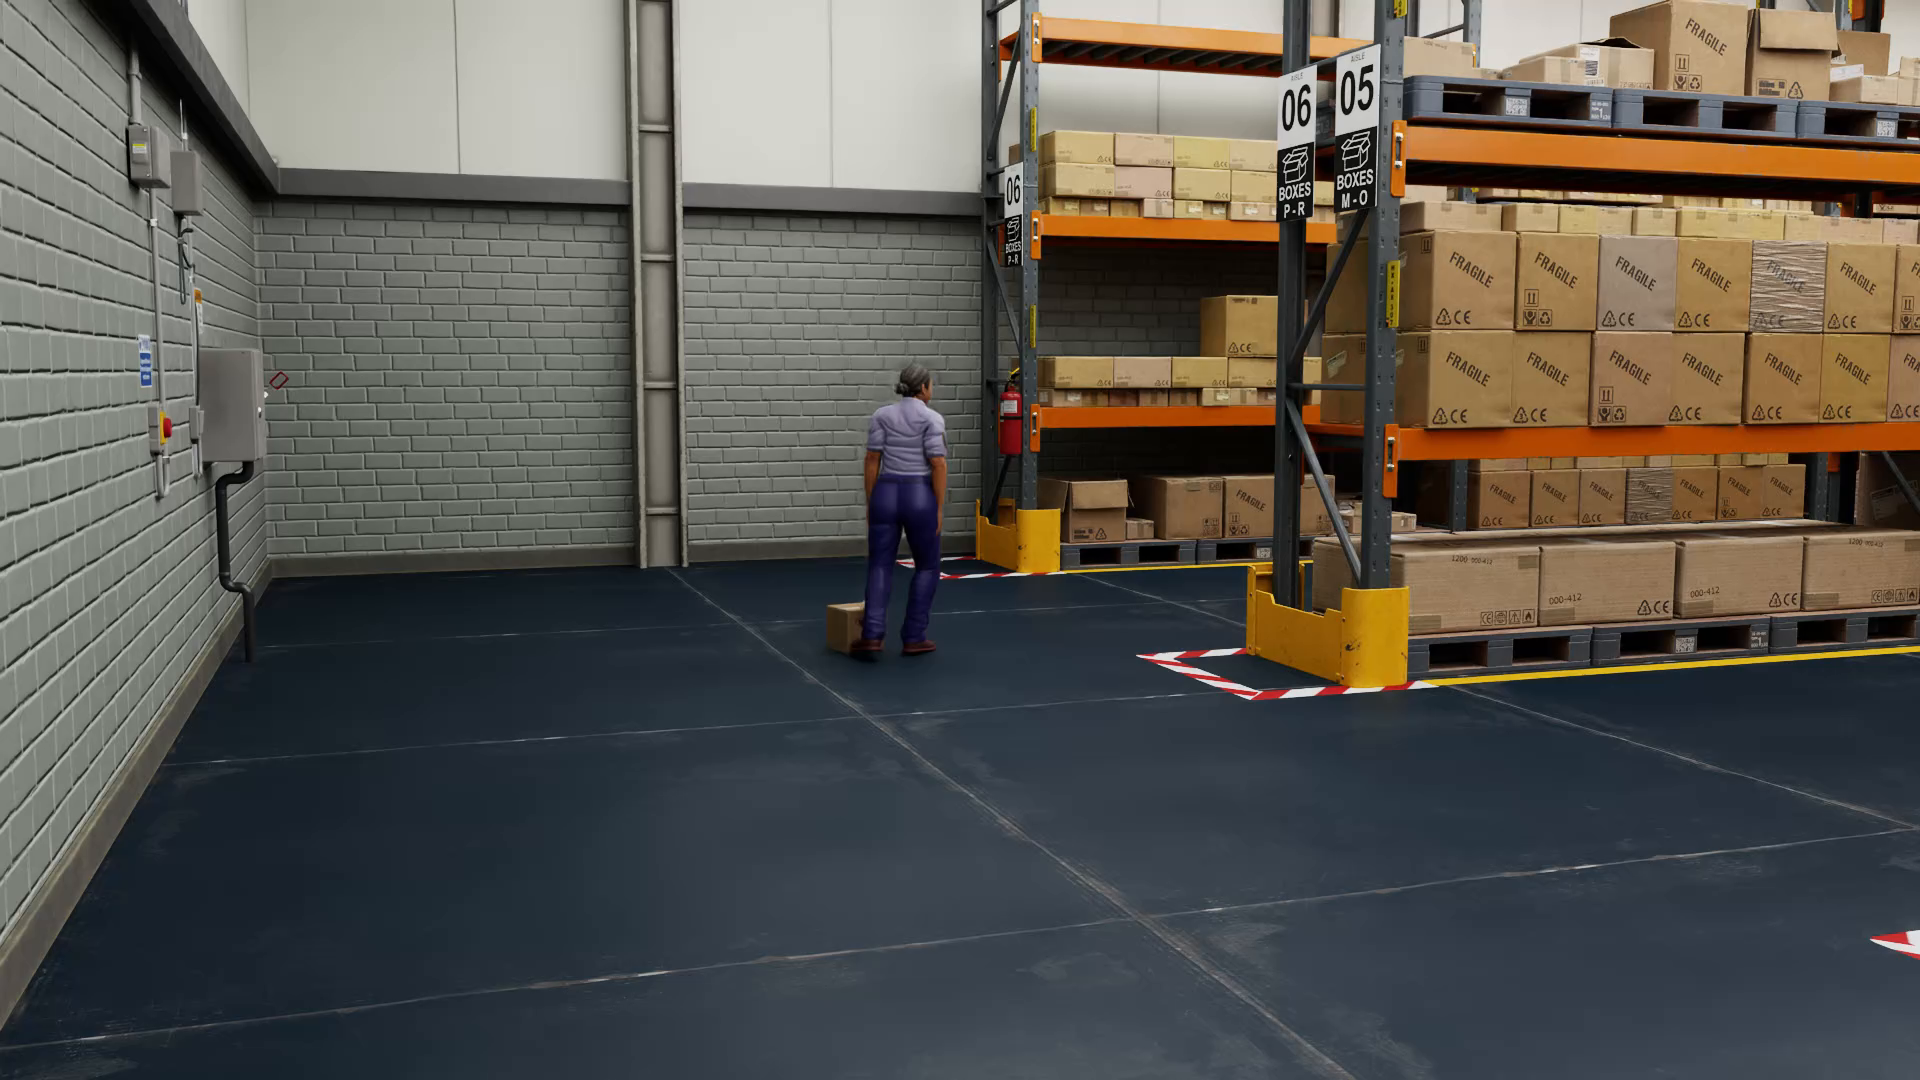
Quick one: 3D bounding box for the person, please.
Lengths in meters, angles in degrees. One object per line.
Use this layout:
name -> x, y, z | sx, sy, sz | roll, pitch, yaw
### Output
person -> -0.334, -0.166, 9.284 | 0.530, 1.634, 0.559 | 2, 6, 17
